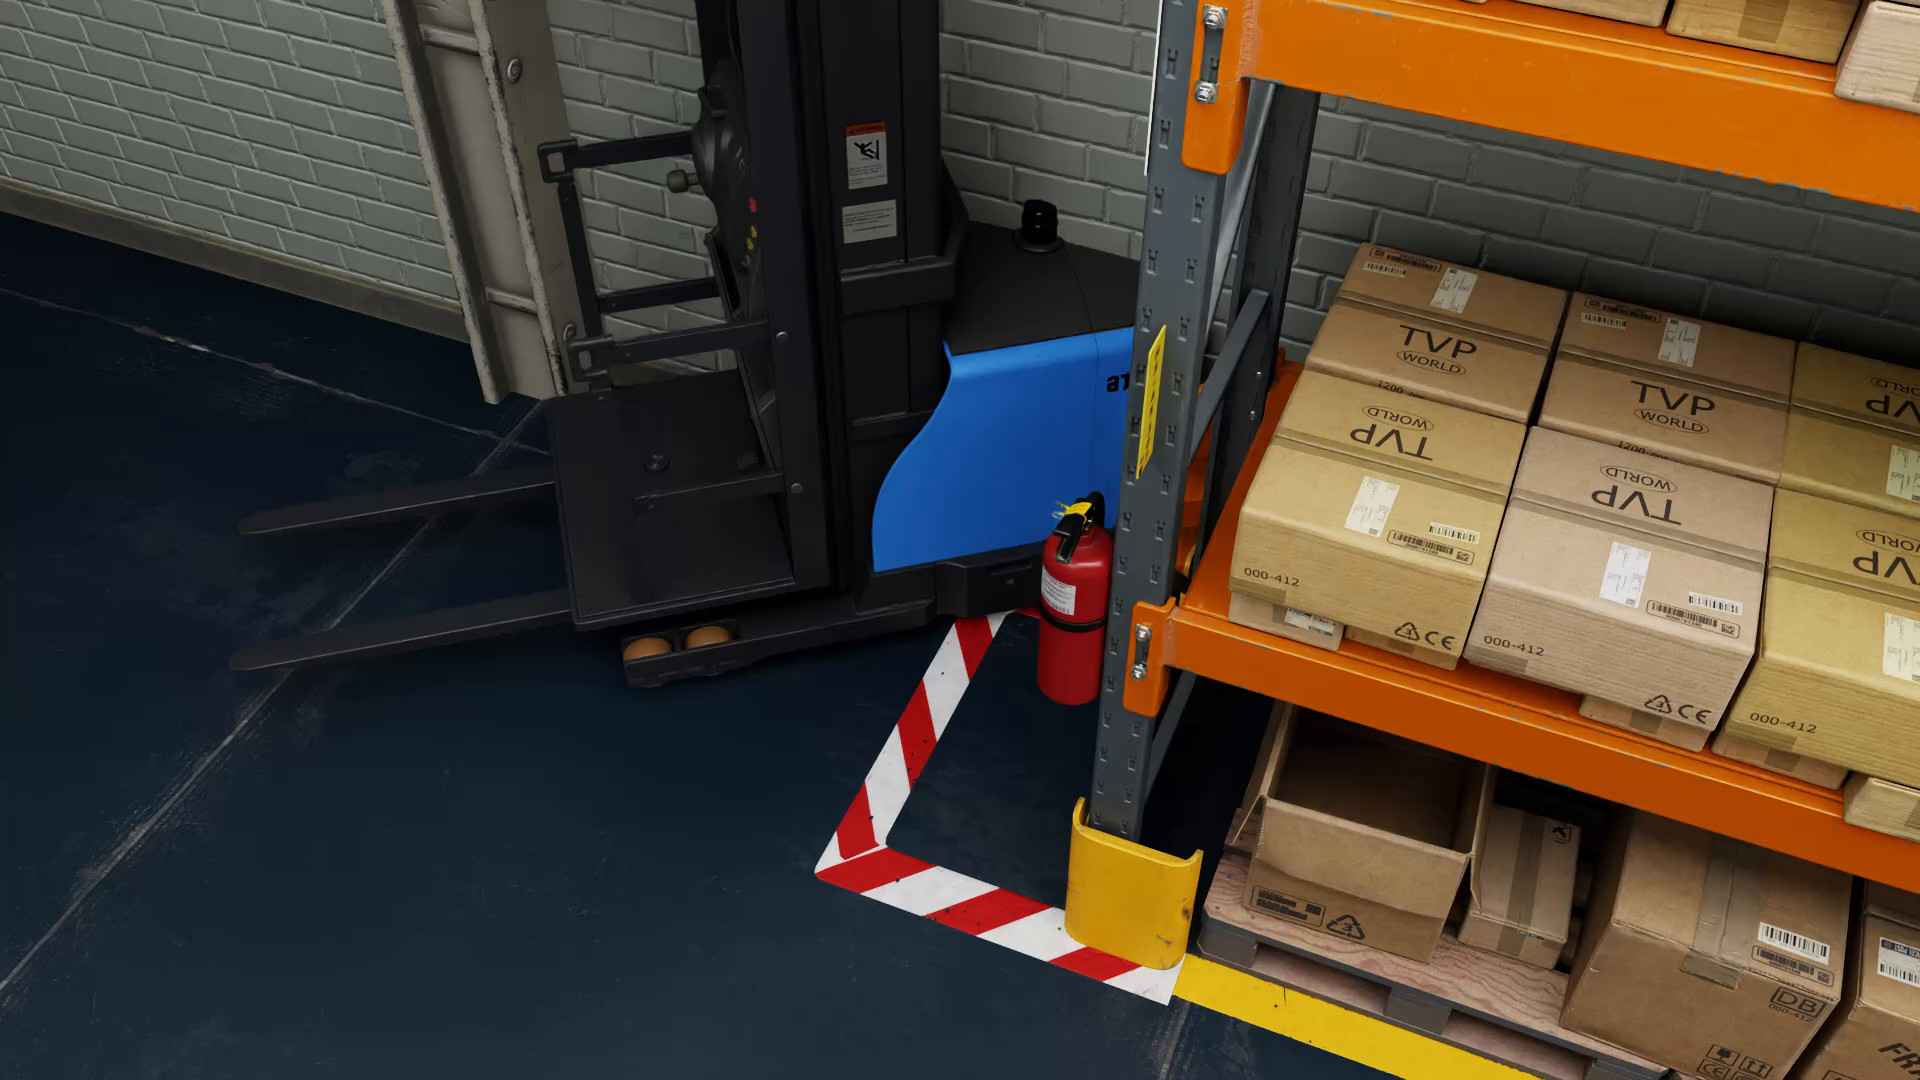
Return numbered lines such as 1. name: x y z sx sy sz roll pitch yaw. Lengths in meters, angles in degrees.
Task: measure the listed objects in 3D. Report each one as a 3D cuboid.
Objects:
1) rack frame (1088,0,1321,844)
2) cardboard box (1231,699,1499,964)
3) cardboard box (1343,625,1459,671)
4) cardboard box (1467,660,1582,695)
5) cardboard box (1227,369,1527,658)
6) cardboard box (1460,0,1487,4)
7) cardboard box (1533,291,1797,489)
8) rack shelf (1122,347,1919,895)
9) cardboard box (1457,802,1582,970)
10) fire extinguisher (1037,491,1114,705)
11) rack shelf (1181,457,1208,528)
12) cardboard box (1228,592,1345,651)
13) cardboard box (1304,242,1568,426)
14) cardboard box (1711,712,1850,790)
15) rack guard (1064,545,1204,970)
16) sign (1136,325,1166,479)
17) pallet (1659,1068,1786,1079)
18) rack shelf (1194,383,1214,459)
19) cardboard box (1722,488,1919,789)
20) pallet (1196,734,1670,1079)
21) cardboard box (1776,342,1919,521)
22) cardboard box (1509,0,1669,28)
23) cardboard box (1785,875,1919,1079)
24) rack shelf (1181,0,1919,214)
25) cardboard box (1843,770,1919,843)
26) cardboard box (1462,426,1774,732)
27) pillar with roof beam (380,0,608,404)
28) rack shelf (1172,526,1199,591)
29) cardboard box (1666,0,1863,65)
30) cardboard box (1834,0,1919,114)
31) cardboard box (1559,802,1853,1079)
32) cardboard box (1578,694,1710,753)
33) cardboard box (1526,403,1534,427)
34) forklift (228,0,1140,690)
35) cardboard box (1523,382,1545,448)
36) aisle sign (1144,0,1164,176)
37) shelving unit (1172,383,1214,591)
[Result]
1. rack frame: 0.586 -0.316 3.941 0.127 3.000 1.000 16 47 16
2. cardboard box: 1.114 0.648 4.444 0.637 0.503 0.797 15 47 14
3. cardboard box: 1.036 0.080 3.721 0.250 0.149 0.380 17 47 17
4. cardboard box: 1.292 0.129 3.672 0.250 0.149 0.380 16 47 15
5. cardboard box: 0.901 -0.069 3.588 0.500 0.250 0.500 17 47 16
6. cardboard box: 0.791 -1.052 2.732 0.250 0.149 0.380 17 47 17
7. cardboard box: 1.588 -0.275 3.795 0.500 0.250 0.500 17 47 16
8. rack shelf: 2.432 0.482 3.649 4.000 0.370 1.077 16 47 16
9. cardboard box: 1.491 0.915 4.428 0.250 0.149 0.380 15 47 14
10. fire extinguisher: 0.272 0.105 3.837 0.183 0.674 0.296 16 47 16
11. rack shelf: 0.720 -0.112 5.133 0.240 0.259 0.215 -6 45 -7
12. cardboard box: 0.784 0.041 3.760 0.250 0.149 0.380 16 47 16
13. cardboard box: 1.113 -0.416 3.937 0.500 0.250 0.500 18 48 17
14. cardboard box: 1.749 0.306 3.494 0.250 0.149 0.380 17 47 16
15. rack guard: 0.656 0.591 4.802 0.348 0.500 1.175 16 47 16
16. sign: 0.377 -0.269 3.280 0.005 0.325 0.100 16 47 16
17. pallet: 2.514 1.242 4.353 1.213 0.211 1.003 16 47 16
18. rack shelf: 0.720 -0.313 4.933 0.240 0.259 0.215 -6 45 -7
19. cardboard box: 1.835 0.203 3.315 0.500 0.250 0.500 16 47 15
20. pallet: 1.392 0.909 4.687 1.213 0.211 1.003 16 47 16
21. cardboard box: 2.043 -0.137 3.657 0.500 0.250 0.500 18 48 17
22. cardboard box: 1.043 -0.998 2.678 0.250 0.149 0.380 17 47 17
23. cardboard box: 2.337 1.115 3.977 0.500 0.500 0.500 17 47 17
24. rack shelf: 2.432 -0.581 2.591 4.000 0.370 1.077 16 47 16
25. cardboard box: 1.954 0.423 3.376 0.250 0.149 0.380 15 47 15
26. cardboard box: 1.366 0.067 3.451 0.500 0.250 0.500 17 47 16
27. pillar with roof beam: -3.213 -0.959 0.334 0.400 9.000 9.100 16 47 16
28. rack shelf: 0.719 0.085 5.329 0.240 0.259 0.215 -6 45 -7
29. cardboard box: 1.273 -0.917 2.597 0.250 0.149 0.380 17 47 16
30. cardboard box: 1.463 -0.782 2.461 0.250 0.149 0.380 17 47 17
31. cardboard box: 1.888 0.907 4.186 0.500 0.500 0.700 18 48 17
32. cardboard box: 1.502 0.237 3.563 0.250 0.149 0.380 18 48 17
33. cardboard box: 1.206 -0.202 4.005 0.250 0.149 0.380 18 48 17
34. forklift: -0.836 -0.985 4.662 3.031 2.935 1.130 -10 46 -10
35. cardboard box: 1.483 -0.186 3.989 0.250 0.149 0.380 15 47 15
36. aisle sign: 0.410 -1.065 2.850 0.004 0.787 0.394 16 47 16
37. shelving unit: 0.720 -0.120 5.125 0.252 1.050 0.215 -6 45 -7
